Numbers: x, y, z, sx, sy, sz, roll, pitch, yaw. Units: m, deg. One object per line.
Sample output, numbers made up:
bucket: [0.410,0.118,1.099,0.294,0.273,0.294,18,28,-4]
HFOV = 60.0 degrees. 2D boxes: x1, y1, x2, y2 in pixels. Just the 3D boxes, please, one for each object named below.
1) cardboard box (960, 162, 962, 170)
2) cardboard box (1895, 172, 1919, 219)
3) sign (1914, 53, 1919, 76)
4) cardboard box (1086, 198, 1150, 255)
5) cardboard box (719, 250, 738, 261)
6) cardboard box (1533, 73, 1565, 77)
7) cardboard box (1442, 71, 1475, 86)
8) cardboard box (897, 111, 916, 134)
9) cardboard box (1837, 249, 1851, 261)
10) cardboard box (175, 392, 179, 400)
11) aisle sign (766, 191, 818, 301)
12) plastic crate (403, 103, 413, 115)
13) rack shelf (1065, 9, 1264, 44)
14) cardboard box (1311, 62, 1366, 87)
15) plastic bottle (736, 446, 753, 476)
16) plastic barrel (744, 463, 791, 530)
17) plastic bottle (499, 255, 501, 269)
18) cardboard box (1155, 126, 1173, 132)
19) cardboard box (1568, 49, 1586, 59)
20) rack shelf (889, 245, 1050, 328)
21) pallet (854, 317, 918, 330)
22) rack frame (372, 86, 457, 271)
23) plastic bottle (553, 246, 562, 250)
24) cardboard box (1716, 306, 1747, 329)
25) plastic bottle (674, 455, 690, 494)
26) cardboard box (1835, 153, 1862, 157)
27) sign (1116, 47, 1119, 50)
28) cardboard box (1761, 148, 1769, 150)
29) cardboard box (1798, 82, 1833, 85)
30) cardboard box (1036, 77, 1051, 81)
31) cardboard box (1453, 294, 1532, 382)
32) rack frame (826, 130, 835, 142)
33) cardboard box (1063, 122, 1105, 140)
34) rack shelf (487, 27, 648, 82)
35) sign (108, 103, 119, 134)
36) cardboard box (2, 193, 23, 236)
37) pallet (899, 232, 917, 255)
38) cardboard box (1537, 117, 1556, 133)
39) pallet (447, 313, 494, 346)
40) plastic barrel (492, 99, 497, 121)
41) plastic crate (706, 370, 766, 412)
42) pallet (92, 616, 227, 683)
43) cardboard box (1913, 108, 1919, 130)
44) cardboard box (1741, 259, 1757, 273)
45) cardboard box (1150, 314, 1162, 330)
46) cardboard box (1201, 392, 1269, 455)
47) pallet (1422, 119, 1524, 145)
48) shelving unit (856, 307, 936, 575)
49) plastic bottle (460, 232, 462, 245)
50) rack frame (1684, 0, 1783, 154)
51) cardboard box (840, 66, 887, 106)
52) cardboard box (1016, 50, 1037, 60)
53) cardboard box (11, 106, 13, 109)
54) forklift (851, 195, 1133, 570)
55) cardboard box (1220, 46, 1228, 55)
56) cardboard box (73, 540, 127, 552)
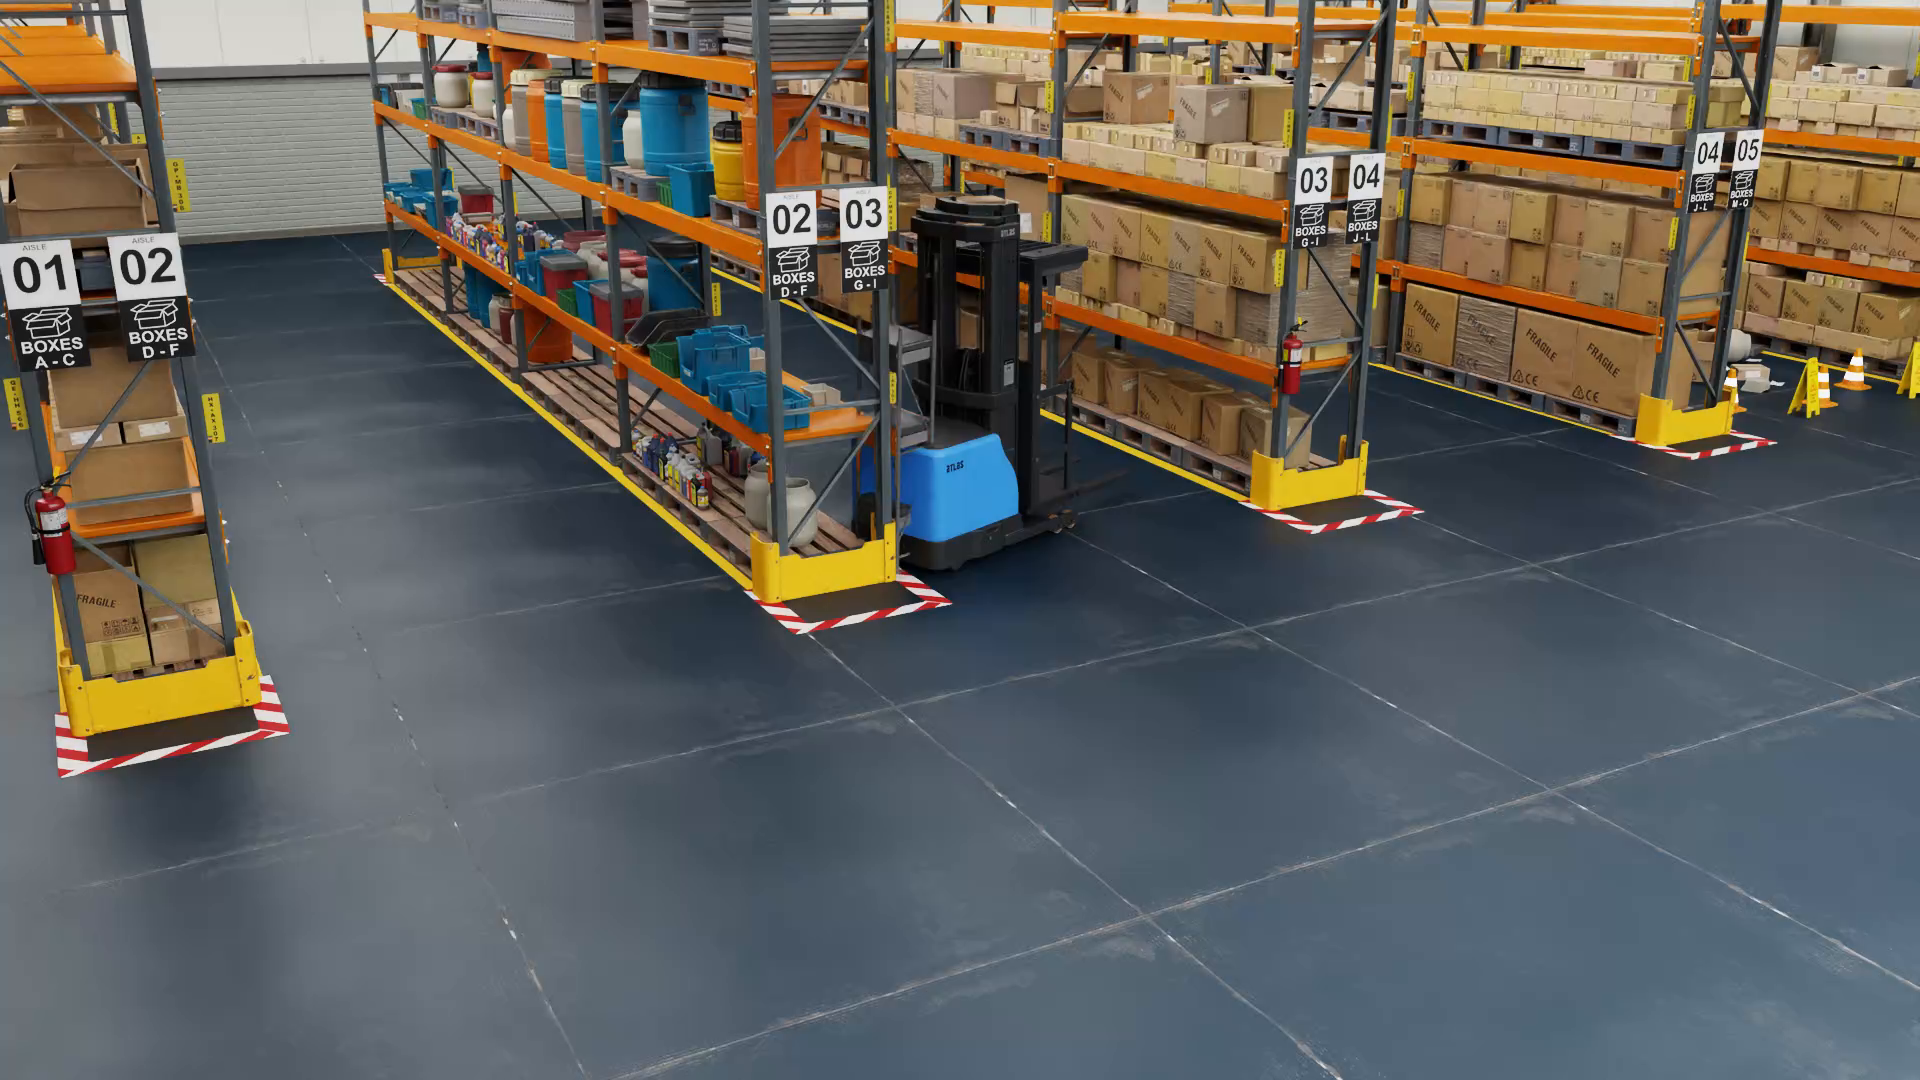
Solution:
cardboard box: [0.176,-6.803,30.133,0.380,0.149,0.250,-9,21,-25]
cardboard box: [11.624,-4.108,19.796,0.700,0.500,0.500,-11,22,-28]
sign: [14.053,-6.977,24.379,0.100,0.325,0.005,-10,21,-27]
cardboard box: [1.667,-3.297,17.445,0.500,0.500,0.500,-10,21,-27]
cardboard box: [-3.454,-5.154,27.584,0.875,0.875,0.875,-10,21,-27]
cardboard box: [6.787,-5.263,19.052,0.380,0.149,0.250,-10,21,-26]
cardboard box: [5.847,-5.379,19.388,0.380,0.149,0.250,-10,21,-27]
cardboard box: [-0.462,-5.269,20.934,0.500,0.250,0.500,-10,21,-26]
cardboard box: [11.226,-3.587,20.814,0.380,0.149,0.250,-10,21,-26]
cardboard box: [-5.624,-0.914,11.533,0.380,0.149,0.250,-10,21,-26]
aisle sign: [-1.249,-2.195,12.408,0.394,0.787,0.004,-10,21,-27]
plastic crate: [-7.658,-6.077,23.449,0.293,0.136,0.466,-10,21,-27]
rack shelf: [3.002,-7.717,24.914,1.077,0.370,4.000,-10,21,-27]
cardboard box: [5.024,-6.091,22.136,0.500,0.500,0.500,-10,21,-27]
plastic bottle: [-2.043,-0.766,15.754,0.152,0.276,0.135,-10,21,-26]
plastic barrel: [-1.639,-0.376,14.293,0.421,0.512,0.421,0,19,0]
plastic bottle: [-5.536,-3.387,20.154,0.097,0.201,0.097,0,19,0]
cardboard box: [2.242,-4.210,17.255,0.380,0.149,0.250,-11,22,-28]
cardboard box: [11.155,-8.722,29.843,0.380,0.149,0.250,-10,21,-26]
rack shelf: [0.488,-3.182,20.358,1.077,0.370,4.000,-10,21,-27]
pallet: [-0.769,-3.016,23.049,1.003,0.211,1.213,-10,21,-27]
rack frame: [-8.619,-5.626,26.336,1.000,3.000,0.127,-10,21,-27]
plastic bottle: [-4.875,-3.421,20.138,0.152,0.276,0.135,-10,21,-27]
cardboard box: [10.466,-3.019,22.354,0.500,0.250,0.500,-9,21,-24]
plastic bottle: [-2.523,-0.611,15.190,0.144,0.351,0.185,-9,21,-24]
cardboard box: [14.114,-6.043,26.399,0.380,0.149,0.250,-10,21,-27]
sign: [2.539,-7.919,26.988,0.100,0.325,0.005,-10,21,-27]
cardboard box: [13.072,-6.331,27.233,0.380,0.149,0.250,-10,21,-26]
cardboard box: [11.011,-5.805,21.421,0.380,0.149,0.250,-10,22,-28]
cardboard box: [1.582,-7.430,27.196,0.500,0.250,0.500,-9,21,-25]
cardboard box: [6.520,-2.432,19.694,0.875,0.875,0.875,-10,21,-26]
rack frame: [-2.361,-5.245,25.232,1.000,3.000,0.127,-10,21,-27]
cardboard box: [1.321,-4.343,17.638,0.380,0.149,0.250,-11,22,-28]
rack shelf: [-3.870,-5.062,17.221,1.077,0.370,4.000,-10,21,-27]
sign: [-8.689,-4.346,17.116,0.100,0.325,0.005,-10,21,-27]
cardboard box: [-6.161,-2.168,11.088,0.500,0.250,0.500,-10,21,-27]
pallet: [-0.029,-3.818,21.390,1.213,0.211,1.003,-10,21,-27]
cardboard box: [6.571,-4.565,18.252,0.380,0.149,0.250,-10,21,-26]
pallet: [-6.390,-2.931,22.803,1.003,0.211,1.213,-10,21,-27]
plastic barrel: [-5.458,-5.165,19.972,0.301,0.262,0.301,0,19,0]
plastic crate: [-1.826,-1.247,13.875,0.499,0.251,0.408,-10,21,-27]
pallet: [-5.782,0.839,11.877,1.003,0.211,1.213,-10,21,-27]
cardboard box: [11.579,-4.928,19.489,0.500,0.250,0.500,-10,22,-27]
cardboard box: [10.454,-3.639,22.007,0.380,0.149,0.250,-9,21,-25]
cardboard box: [2.158,-2.228,16.874,0.380,0.149,0.250,-10,21,-27]
cardboard box: [2.742,-1.165,16.597,0.500,0.500,0.500,-4,20,-12]
pallet: [6.231,-4.827,19.559,1.003,0.211,1.213,-10,21,-27]
shelving unit: [-0.535,-0.802,13.640,0.431,2.100,0.503,-20,31,-41]
plastic bottle: [-6.538,-3.993,21.910,0.097,0.201,0.097,0,19,0]
rack frame: [7.751,-5.375,16.413,1.000,3.000,0.127,-10,21,-27]
cardboard box: [-1.302,-6.158,22.484,0.500,0.500,0.500,-9,21,-24]
cardboard box: [1.161,-8.101,27.764,0.380,0.149,0.250,-11,22,-29]
cardboard box: [-11.551,-5.392,20.524,0.500,0.250,0.500,-10,21,-27]
forklift: [0.410,-1.541,14.603,1.130,2.935,3.031,16,24,38]
cardboard box: [5.128,-9.112,31.181,0.500,0.311,0.500,-10,21,-26]
cardboard box: [-6.387,0.088,12.201,0.500,0.500,0.500,-10,21,-27]
